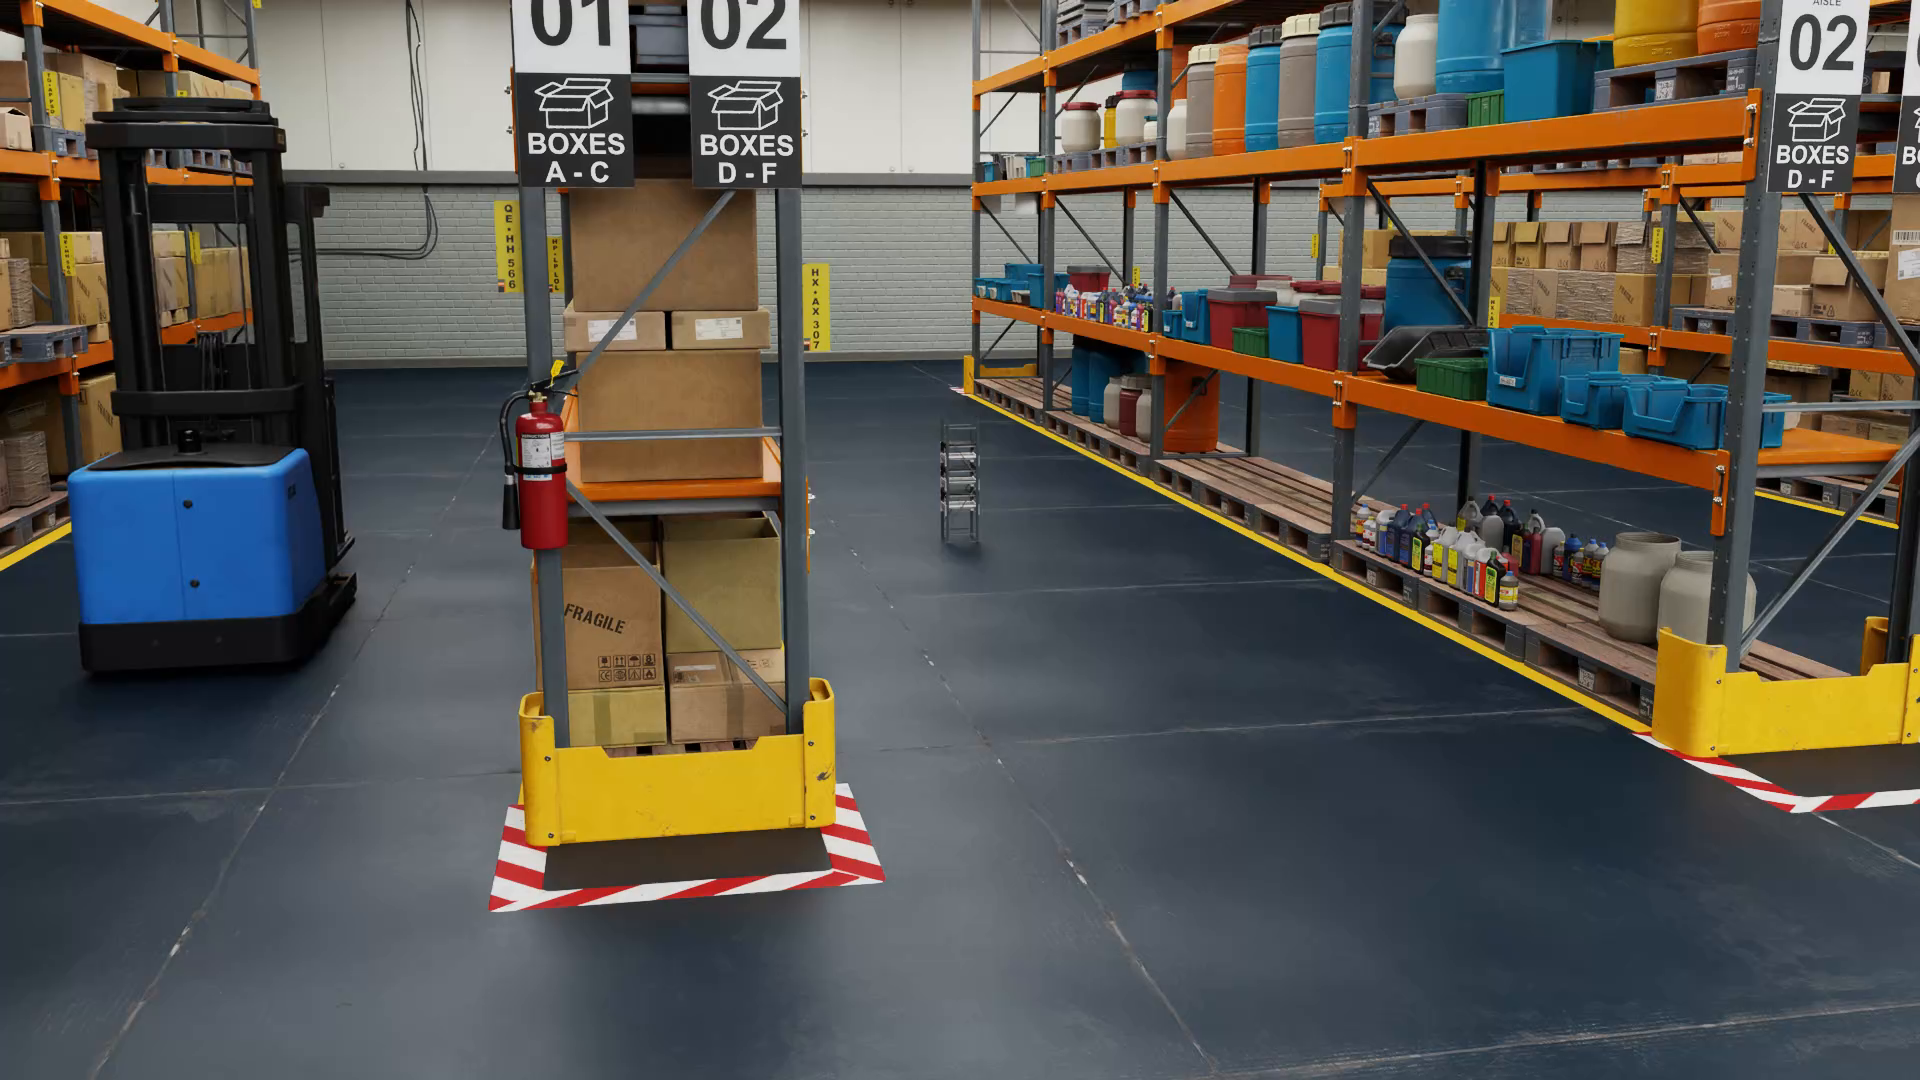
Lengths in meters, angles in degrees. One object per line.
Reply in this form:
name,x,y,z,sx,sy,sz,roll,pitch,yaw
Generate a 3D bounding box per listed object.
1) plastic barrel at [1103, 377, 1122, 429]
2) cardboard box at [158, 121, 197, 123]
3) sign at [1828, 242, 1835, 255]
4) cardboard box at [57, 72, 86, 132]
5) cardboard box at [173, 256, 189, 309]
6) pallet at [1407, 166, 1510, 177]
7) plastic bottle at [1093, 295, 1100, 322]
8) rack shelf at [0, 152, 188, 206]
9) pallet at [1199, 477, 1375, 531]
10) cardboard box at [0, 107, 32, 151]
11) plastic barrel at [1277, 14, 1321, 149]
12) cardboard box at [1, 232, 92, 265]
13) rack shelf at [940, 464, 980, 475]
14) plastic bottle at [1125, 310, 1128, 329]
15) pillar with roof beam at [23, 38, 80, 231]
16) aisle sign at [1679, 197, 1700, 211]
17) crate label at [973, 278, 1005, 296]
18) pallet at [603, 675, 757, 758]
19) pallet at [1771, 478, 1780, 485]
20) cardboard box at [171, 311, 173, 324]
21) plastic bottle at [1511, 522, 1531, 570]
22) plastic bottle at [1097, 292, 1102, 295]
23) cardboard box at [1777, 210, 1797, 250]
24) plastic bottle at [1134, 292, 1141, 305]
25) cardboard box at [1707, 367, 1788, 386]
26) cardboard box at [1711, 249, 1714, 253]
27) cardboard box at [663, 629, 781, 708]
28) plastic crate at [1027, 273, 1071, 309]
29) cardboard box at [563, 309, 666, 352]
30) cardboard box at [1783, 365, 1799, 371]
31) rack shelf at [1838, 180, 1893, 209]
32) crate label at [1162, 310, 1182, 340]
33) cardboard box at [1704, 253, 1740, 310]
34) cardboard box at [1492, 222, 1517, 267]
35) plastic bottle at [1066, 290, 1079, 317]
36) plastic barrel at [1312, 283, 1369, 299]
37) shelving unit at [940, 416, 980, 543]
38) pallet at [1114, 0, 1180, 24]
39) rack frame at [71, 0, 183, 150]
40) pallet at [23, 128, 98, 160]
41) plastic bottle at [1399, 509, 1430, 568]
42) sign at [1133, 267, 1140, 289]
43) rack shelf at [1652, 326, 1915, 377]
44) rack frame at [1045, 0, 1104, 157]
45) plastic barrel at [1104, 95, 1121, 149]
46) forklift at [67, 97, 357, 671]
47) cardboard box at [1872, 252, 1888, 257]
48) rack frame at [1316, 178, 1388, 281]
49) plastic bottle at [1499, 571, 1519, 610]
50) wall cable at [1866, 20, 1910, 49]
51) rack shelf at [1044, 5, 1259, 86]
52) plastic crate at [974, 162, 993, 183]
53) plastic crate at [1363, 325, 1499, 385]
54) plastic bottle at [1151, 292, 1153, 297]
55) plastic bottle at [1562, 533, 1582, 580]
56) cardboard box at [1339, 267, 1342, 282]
plastic barrel,1.692,-1.414,17.134,0.421,0.512,0.421,0,11,0
cardboard box,-8.151,-4.198,17.220,0.500,0.250,0.500,-2,11,-11
sign,10.655,-3.513,20.317,0.100,0.325,0.005,-2,11,-11
cardboard box,-7.897,-3.696,14.126,0.700,0.500,0.500,-2,11,-8
cardboard box,-7.938,-2.536,16.383,0.500,0.500,0.500,-2,11,-12
pallet,6.152,-4.528,20.177,1.003,0.211,1.213,-2,11,-11
plastic bottle,1.399,-2.353,16.879,0.097,0.271,0.097,0,11,0
rack shelf,-7.886,-3.160,14.679,1.077,0.370,4.000,-2,11,-11
pallet,2.567,-0.297,13.191,1.003,0.211,1.213,-2,11,-11
cardboard box,-7.092,-2.991,12.049,0.500,0.311,0.500,-2,11,-11
plastic barrel,2.560,-3.225,11.755,0.600,0.901,0.600,0,11,0
cardboard box,-7.338,-2.345,13.370,0.500,0.250,0.500,-2,11,-10
rack shelf,-0.002,-0.499,12.110,0.258,0.077,0.200,-2,11,-11
plastic bottle,1.617,-2.112,15.803,0.097,0.201,0.097,0,11,0
pillar with roof beam,-5.037,-5.607,17.590,9.100,9.000,0.400,-2,11,-11
aisle sign,10.688,-5.144,24.248,0.394,0.787,0.004,-2,11,-11
crate label,0.390,-3.391,22.276,0.416,0.233,0.303,-2,11,-11
pallet,-1.273,0.844,7.196,1.003,0.211,1.213,-2,11,-11
pallet,7.229,-0.700,15.311,1.003,0.211,1.213,-2,11,-11
cardboard box,-7.853,-2.147,16.072,0.380,0.149,0.250,-2,11,-9
plastic bottle,3.411,0.029,10.110,0.061,0.283,0.133,-2,11,-11
plastic bottle,1.488,-2.443,17.342,0.152,0.276,0.135,-2,11,-11
cardboard box,10.723,-3.966,21.276,0.500,0.500,0.500,-2,11,-13
plastic bottle,1.887,-2.476,17.526,0.097,0.271,0.097,0,11,0
cardboard box,7.239,-1.448,15.287,0.500,0.250,0.500,-2,11,-9
cardboard box,10.436,-3.758,22.855,0.500,0.500,0.500,-2,11,-10
cardboard box,-1.070,0.560,7.464,0.500,0.250,0.500,-2,11,-11
plastic crate,1.017,-2.862,19.093,0.392,0.384,0.575,-2,11,-11
cardboard box,-1.344,-0.818,6.468,0.380,0.149,0.250,-2,11,-12
cardboard box,10.748,-2.156,21.209,0.380,0.149,0.250,-3,11,-14
rack shelf,11.575,-3.862,18.368,1.077,0.370,4.000,-2,11,-11
crate label,1.935,-1.860,14.396,0.303,0.233,0.416,-2,11,-11
cardboard box,7.223,-2.371,15.243,0.500,0.500,0.500,-4,11,-18
cardboard box,6.433,-3.372,18.941,0.797,0.503,0.637,-2,11,-12
plastic bottle,1.230,-2.540,17.852,0.152,0.276,0.135,-2,11,-11
plastic barrel,2.885,-1.685,12.661,0.433,0.535,0.433,0,11,0
shelving unit,-0.002,-0.444,12.120,0.258,0.900,0.210,-2,11,-11
pallet,2.110,-4.825,15.053,1.213,0.211,1.003,-2,11,-11
rack frame,-8.275,-5.354,16.258,1.000,3.000,0.127,-2,11,-11
pallet,-7.675,-3.170,13.312,1.213,0.211,1.003,-2,11,-8
plastic bottle,2.785,-0.017,10.171,0.144,0.351,0.185,-3,11,-13
sign,1.983,-2.923,18.789,0.100,0.325,0.005,-2,11,-11
rack shelf,7.468,-1.493,13.944,1.077,0.370,4.000,-2,11,-11
rack frame,1.443,-5.714,18.151,1.000,3.000,0.127,-2,11,-11
plastic barrel,1.819,-4.379,17.534,0.600,0.588,0.600,0,11,0
forklift,-4.220,-1.003,9.627,1.130,2.935,3.031,-2,11,-12
cardboard box,10.919,-3.297,19.455,0.380,0.149,0.250,-2,11,-11
rack frame,5.523,-3.681,23.513,1.000,3.000,0.127,-2,11,-11
plastic bottle,2.989,0.271,9.055,0.097,0.201,0.097,0,11,0
wall cable,17.339,-8.161,30.906,2.988,3.039,0.133,-2,11,-11
rack shelf,1.832,-4.797,16.329,1.077,0.370,4.000,-2,11,-11
plastic crate,0.466,-4.829,21.874,0.497,0.269,0.590,-2,11,-11
plastic crate,2.976,-1.169,10.480,0.767,0.338,0.504,-2,11,-11
plastic bottle,2.032,-2.461,17.438,0.152,0.276,0.135,-2,11,-11
plastic bottle,3.604,0.096,9.791,0.097,0.271,0.097,0,11,0
cardboard box,5.459,-3.560,22.485,0.500,0.250,0.500,-2,11,-12
